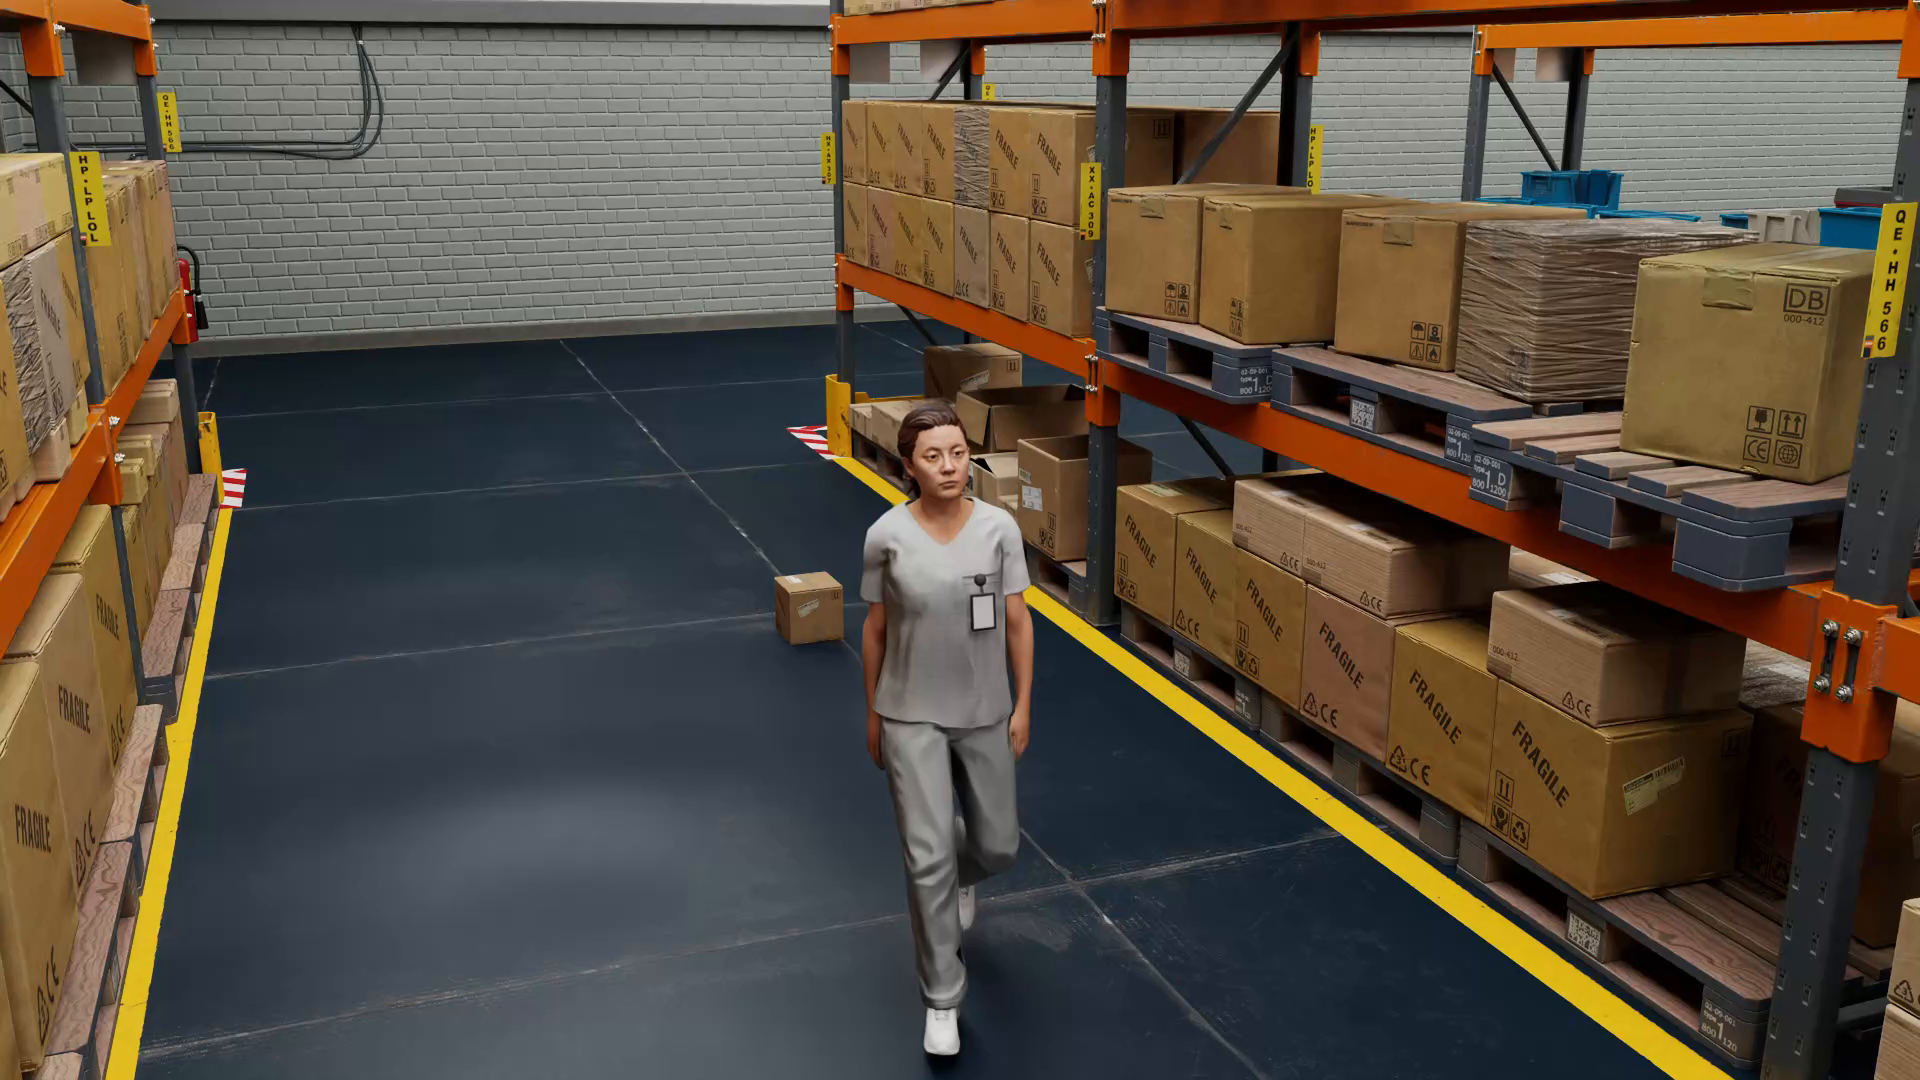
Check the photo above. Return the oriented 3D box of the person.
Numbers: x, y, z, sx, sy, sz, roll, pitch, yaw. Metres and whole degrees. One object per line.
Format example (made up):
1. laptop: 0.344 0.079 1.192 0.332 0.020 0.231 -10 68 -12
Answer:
1. person: -0.035 0.447 4.406 0.450 1.641 0.786 -2 16 -7
